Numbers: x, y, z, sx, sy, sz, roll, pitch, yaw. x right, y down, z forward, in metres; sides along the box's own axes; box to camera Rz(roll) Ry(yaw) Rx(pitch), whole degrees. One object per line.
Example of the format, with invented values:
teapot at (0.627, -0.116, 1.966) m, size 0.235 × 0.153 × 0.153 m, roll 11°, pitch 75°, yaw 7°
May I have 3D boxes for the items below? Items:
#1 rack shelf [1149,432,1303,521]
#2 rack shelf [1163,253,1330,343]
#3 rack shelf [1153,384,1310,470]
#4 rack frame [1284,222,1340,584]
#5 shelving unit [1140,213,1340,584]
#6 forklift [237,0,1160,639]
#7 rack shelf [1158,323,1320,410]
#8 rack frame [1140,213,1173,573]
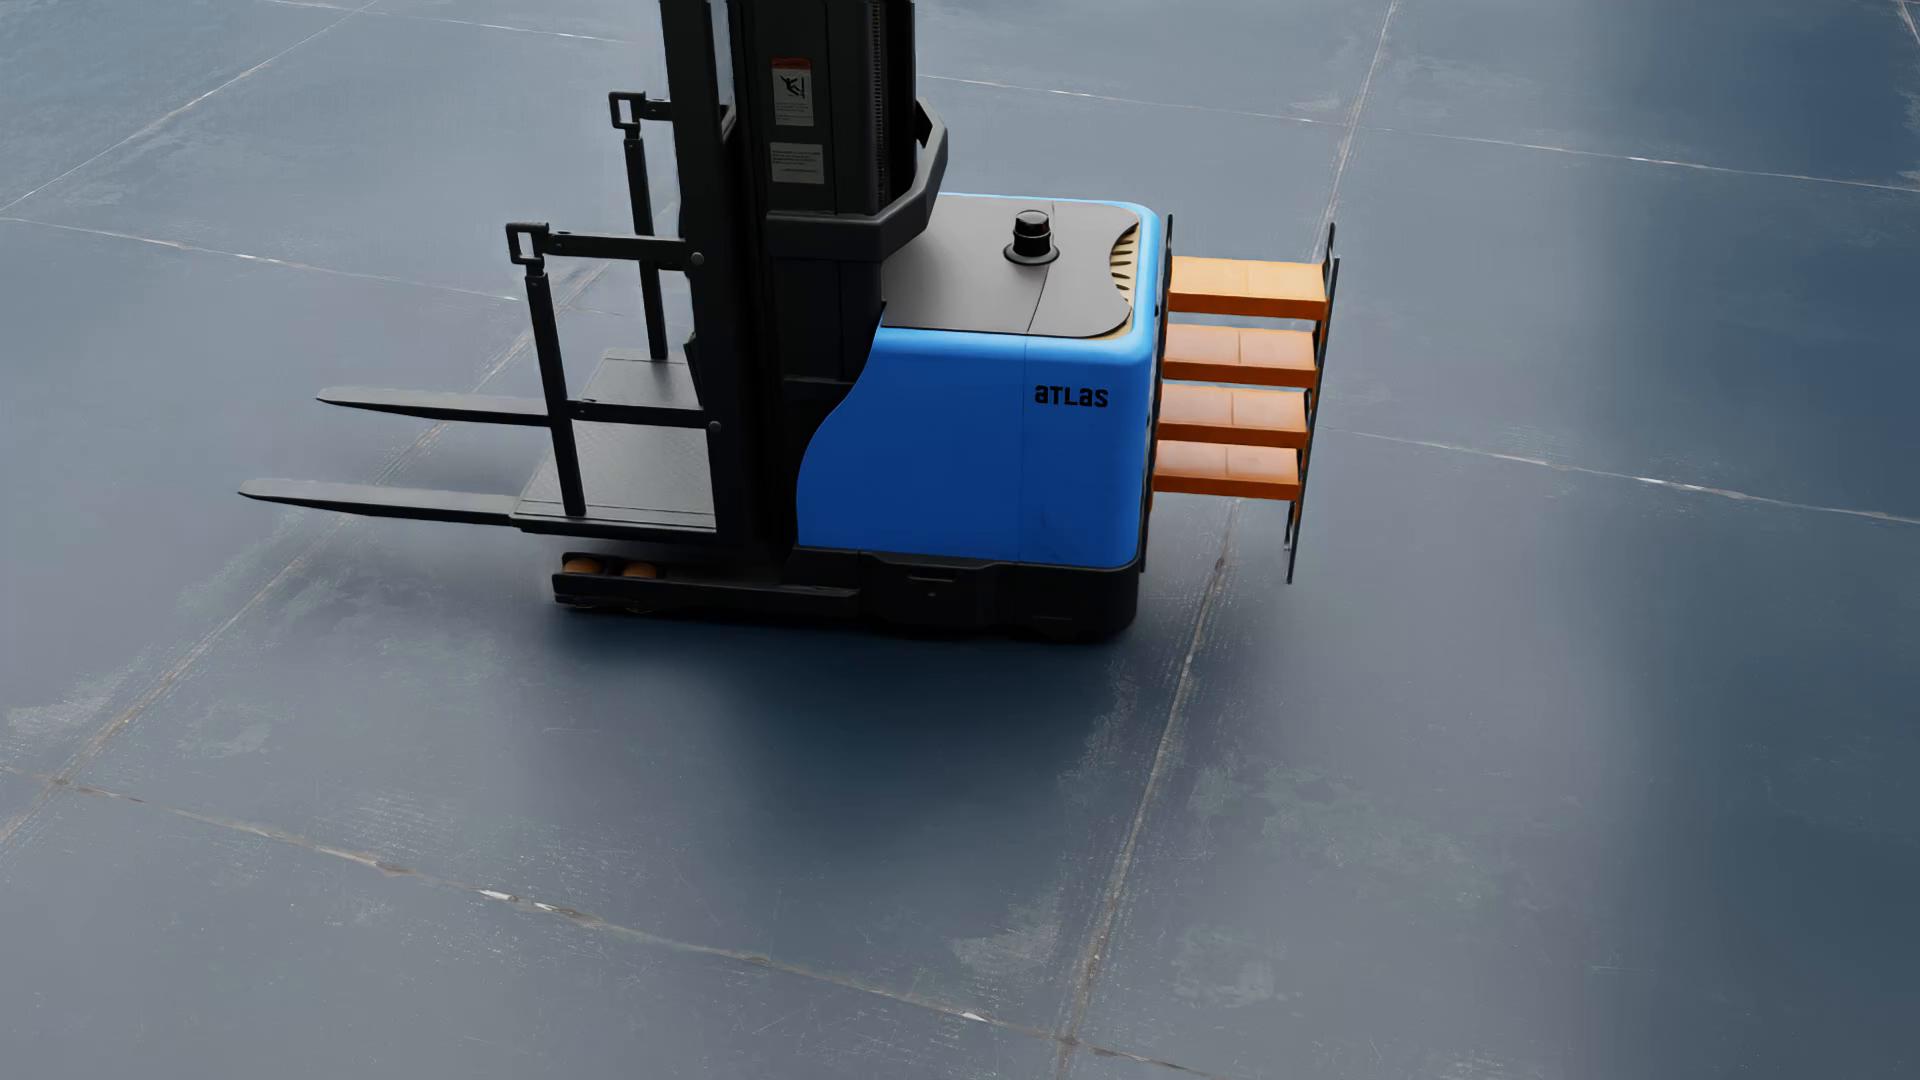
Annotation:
rack shelf at (0.871, -0.212, 5.475) m, size 0.480 × 0.148 × 0.258 m, roll 4°, pitch 37°, yaw 6°
rack shelf at (0.871, -0.743, 5.084) m, size 0.480 × 0.148 × 0.258 m, roll 4°, pitch 37°, yaw 6°
rack shelf at (0.871, -0.372, 5.357) m, size 0.480 × 0.148 × 0.258 m, roll 4°, pitch 37°, yaw 6°
rack frame at (1.114, -0.408, 5.293) m, size 0.015 × 1.200 × 0.240 m, roll 4°, pitch 37°, yaw 6°
shelving unit at (0.871, -0.426, 5.317) m, size 0.503 × 1.200 × 0.258 m, roll 4°, pitch 37°, yaw 6°
forklift at (-0.890, -1.247, 4.971) m, size 3.031 × 2.935 × 1.130 m, roll 4°, pitch 37°, yaw 6°
rack shelf at (0.871, -0.552, 5.224) m, size 0.480 × 0.148 × 0.258 m, roll 4°, pitch 37°, yaw 6°
rack frame at (0.629, -0.444, 5.341) m, size 0.015 × 1.200 × 0.240 m, roll 4°, pitch 37°, yaw 6°
